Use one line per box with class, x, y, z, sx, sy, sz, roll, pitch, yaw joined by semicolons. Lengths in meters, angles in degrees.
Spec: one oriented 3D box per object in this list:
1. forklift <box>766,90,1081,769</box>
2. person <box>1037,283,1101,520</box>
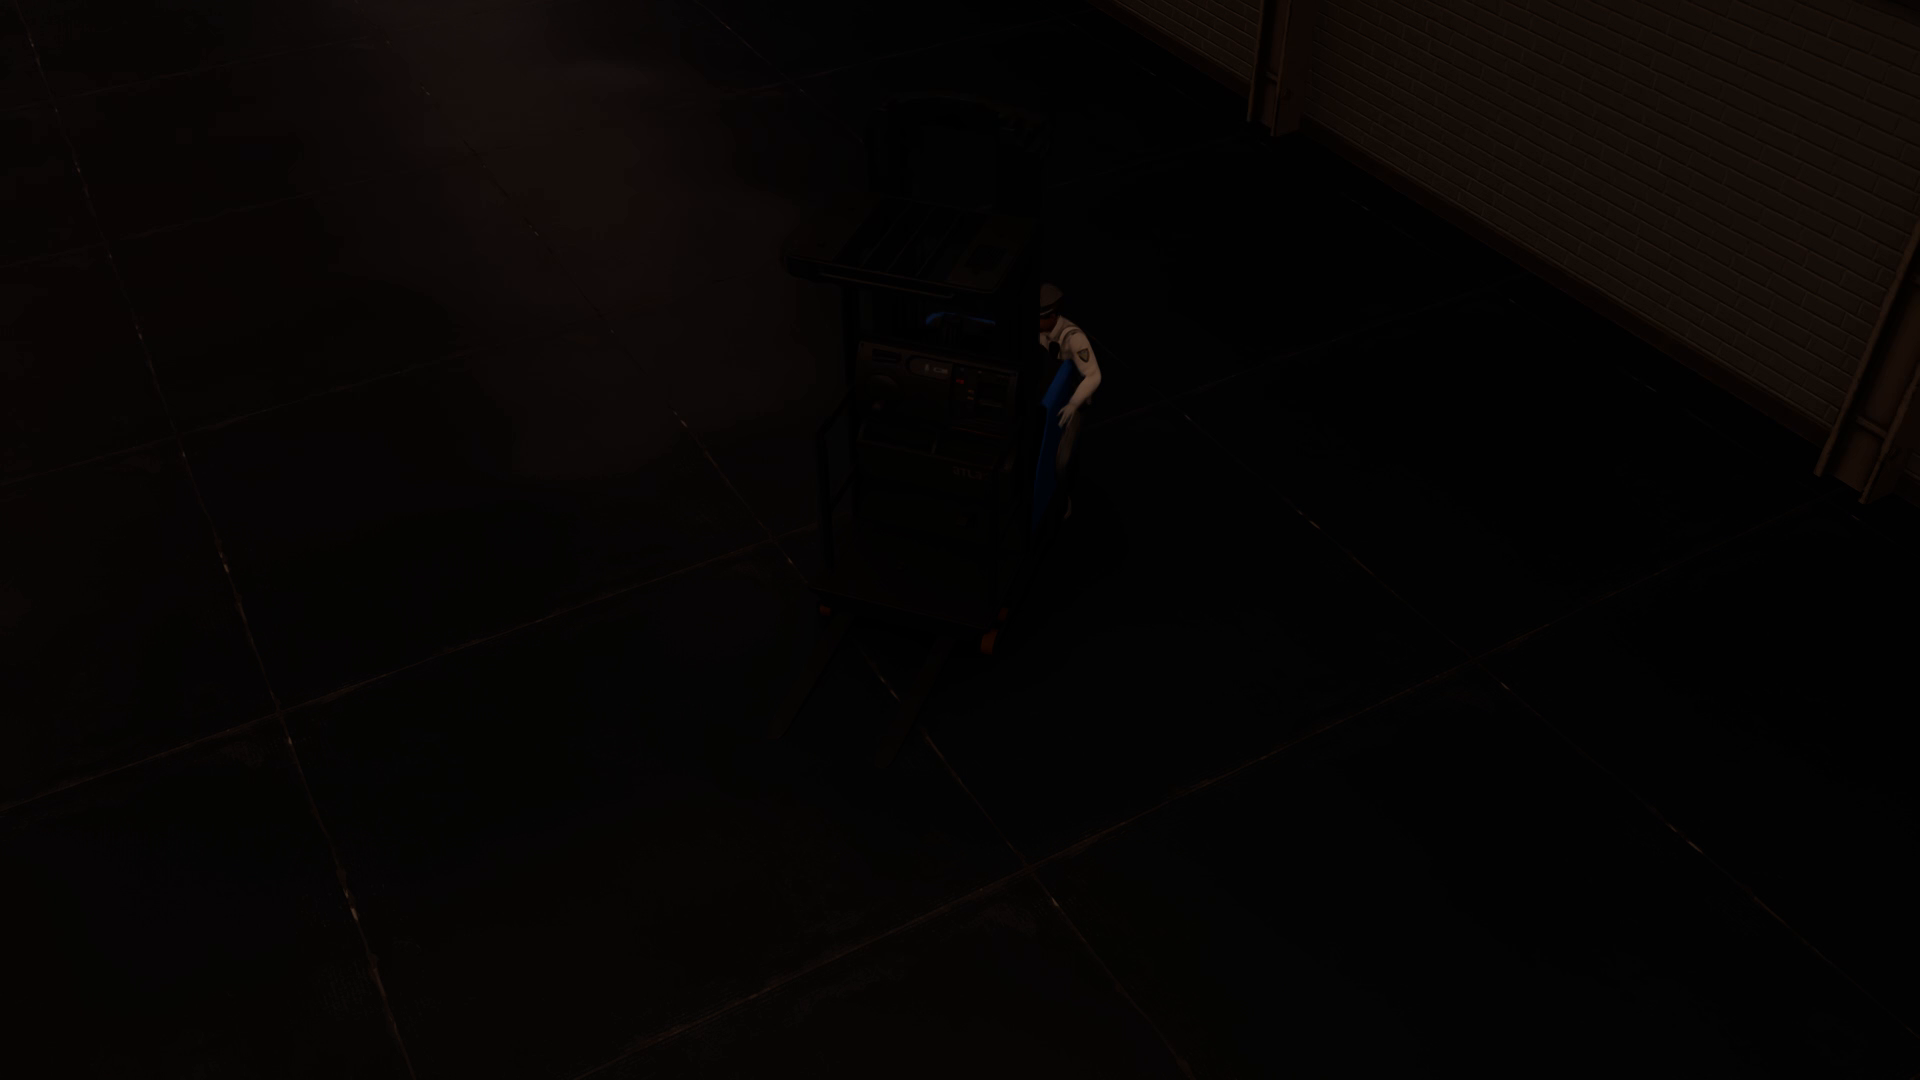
forklift;-0.199;-0.759;8.952;1.130;2.935;3.031;13;41;15
person;0.460;-0.837;10.173;0.711;1.443;0.890;-29;48;-30
